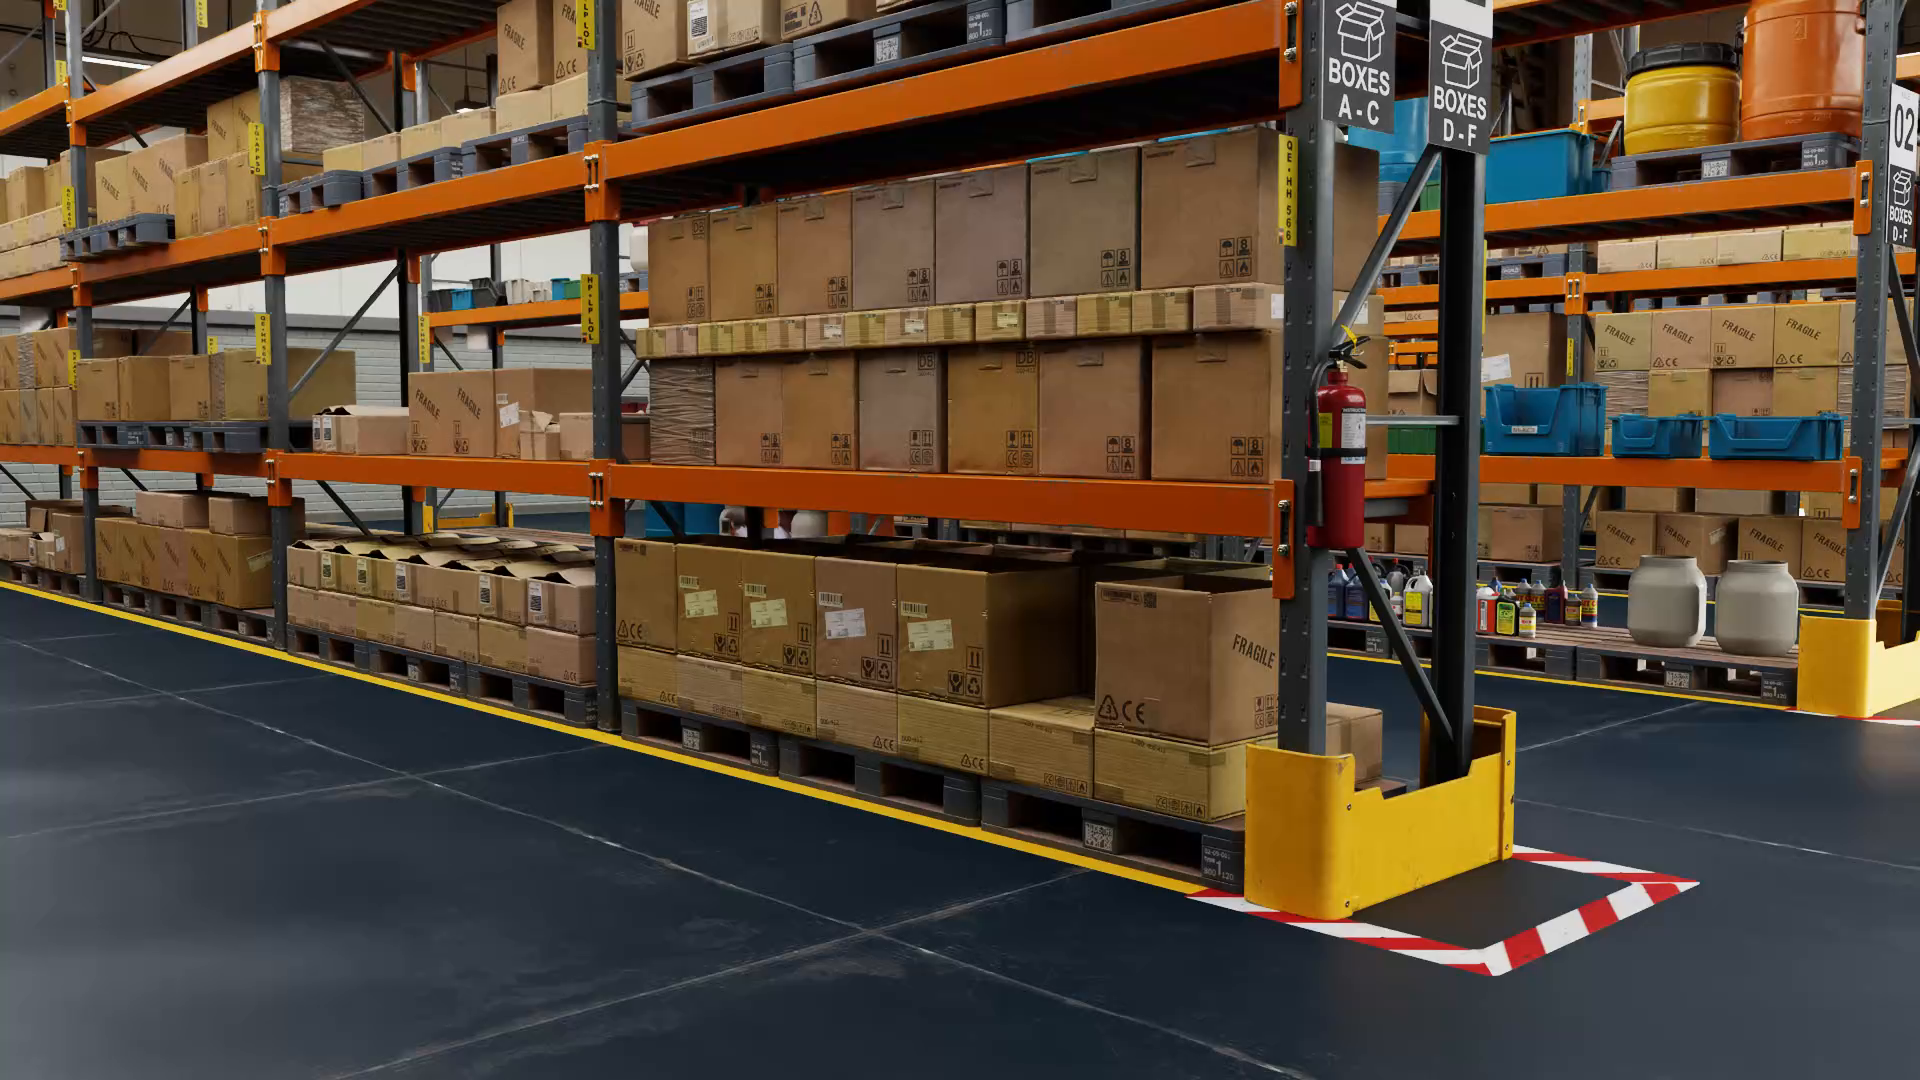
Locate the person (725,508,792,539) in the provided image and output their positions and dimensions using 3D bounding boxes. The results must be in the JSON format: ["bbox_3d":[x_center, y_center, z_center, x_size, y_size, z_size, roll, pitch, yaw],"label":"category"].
[{"bbox_3d":[-1.234,0.271,10.865,0.828,0.951,0.499,4,6,45],"label":"person"}]
